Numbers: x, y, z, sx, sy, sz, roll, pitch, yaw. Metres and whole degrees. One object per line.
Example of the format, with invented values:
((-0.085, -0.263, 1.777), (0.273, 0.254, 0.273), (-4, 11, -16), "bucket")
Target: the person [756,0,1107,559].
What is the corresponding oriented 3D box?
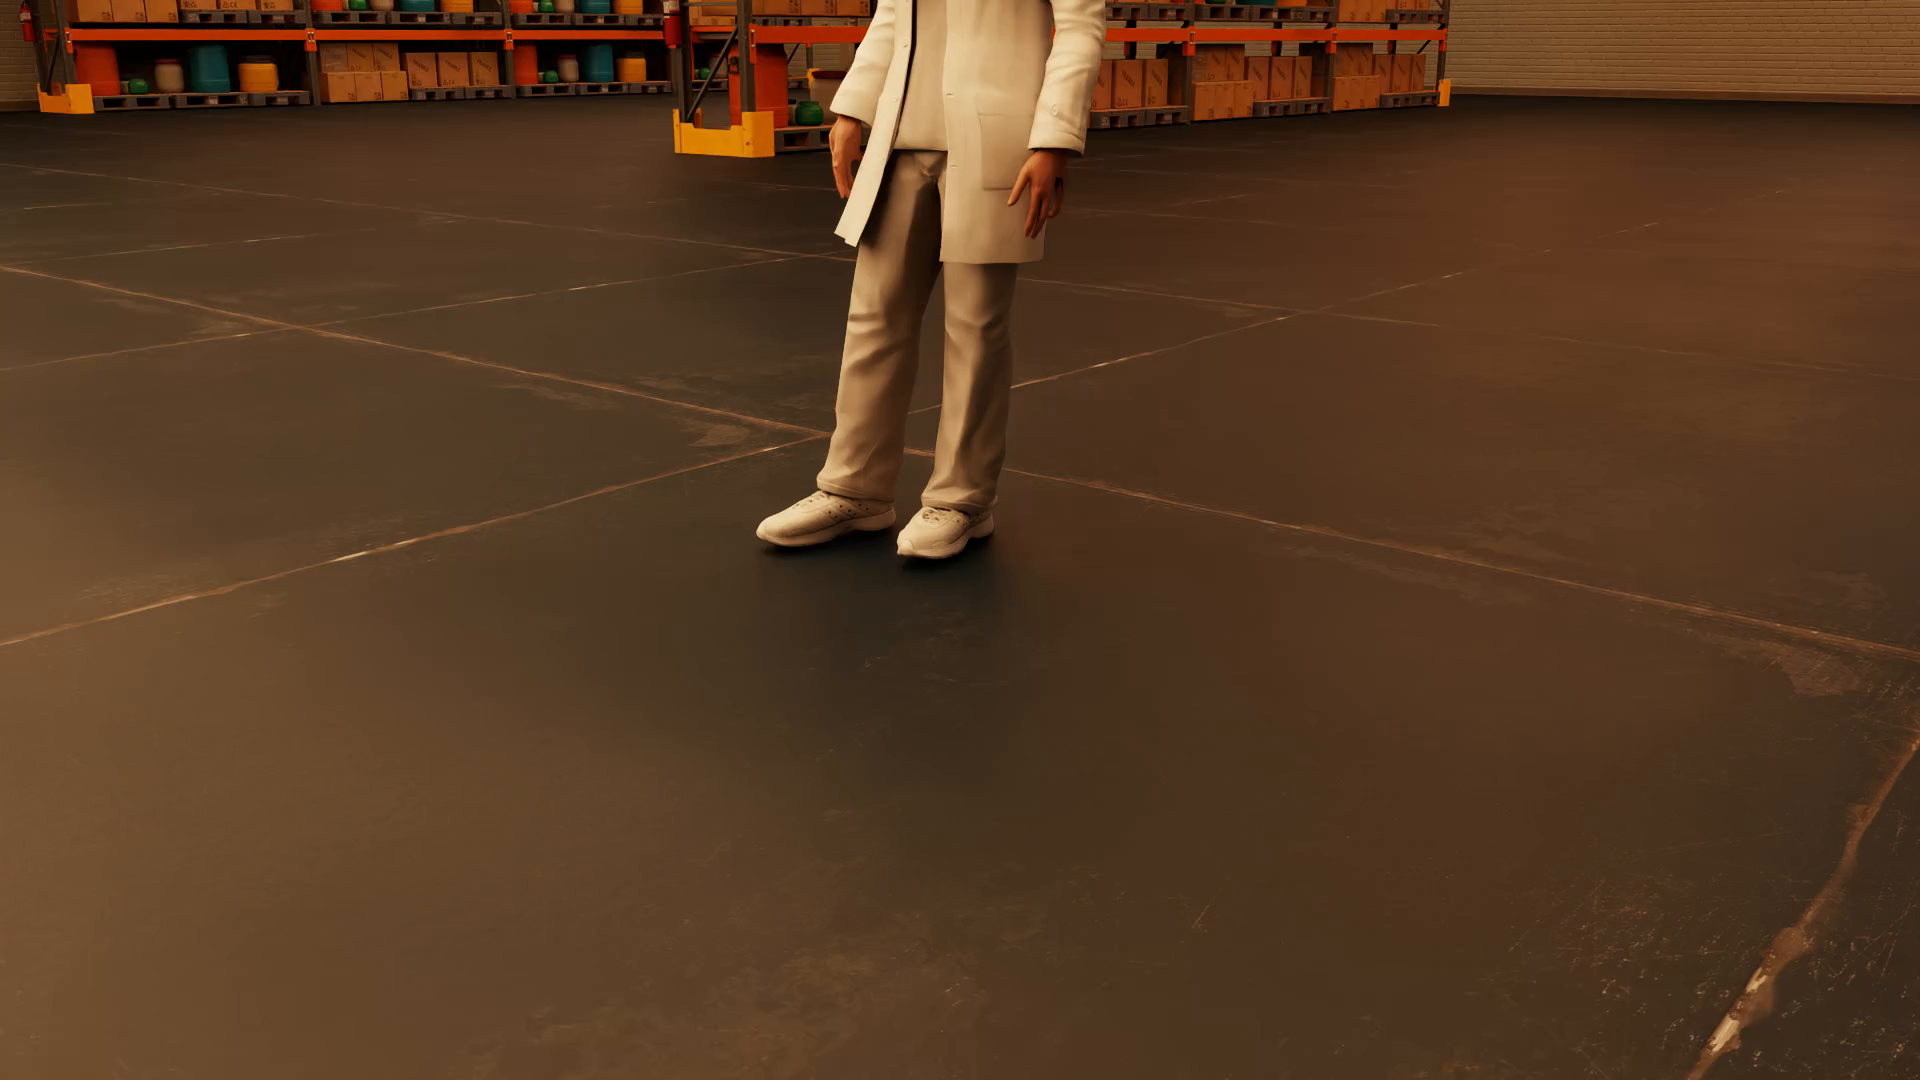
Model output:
((-0.061, -0.838, 3.618), (0.696, 1.776, 0.581), (13, 21, 37), "person")
